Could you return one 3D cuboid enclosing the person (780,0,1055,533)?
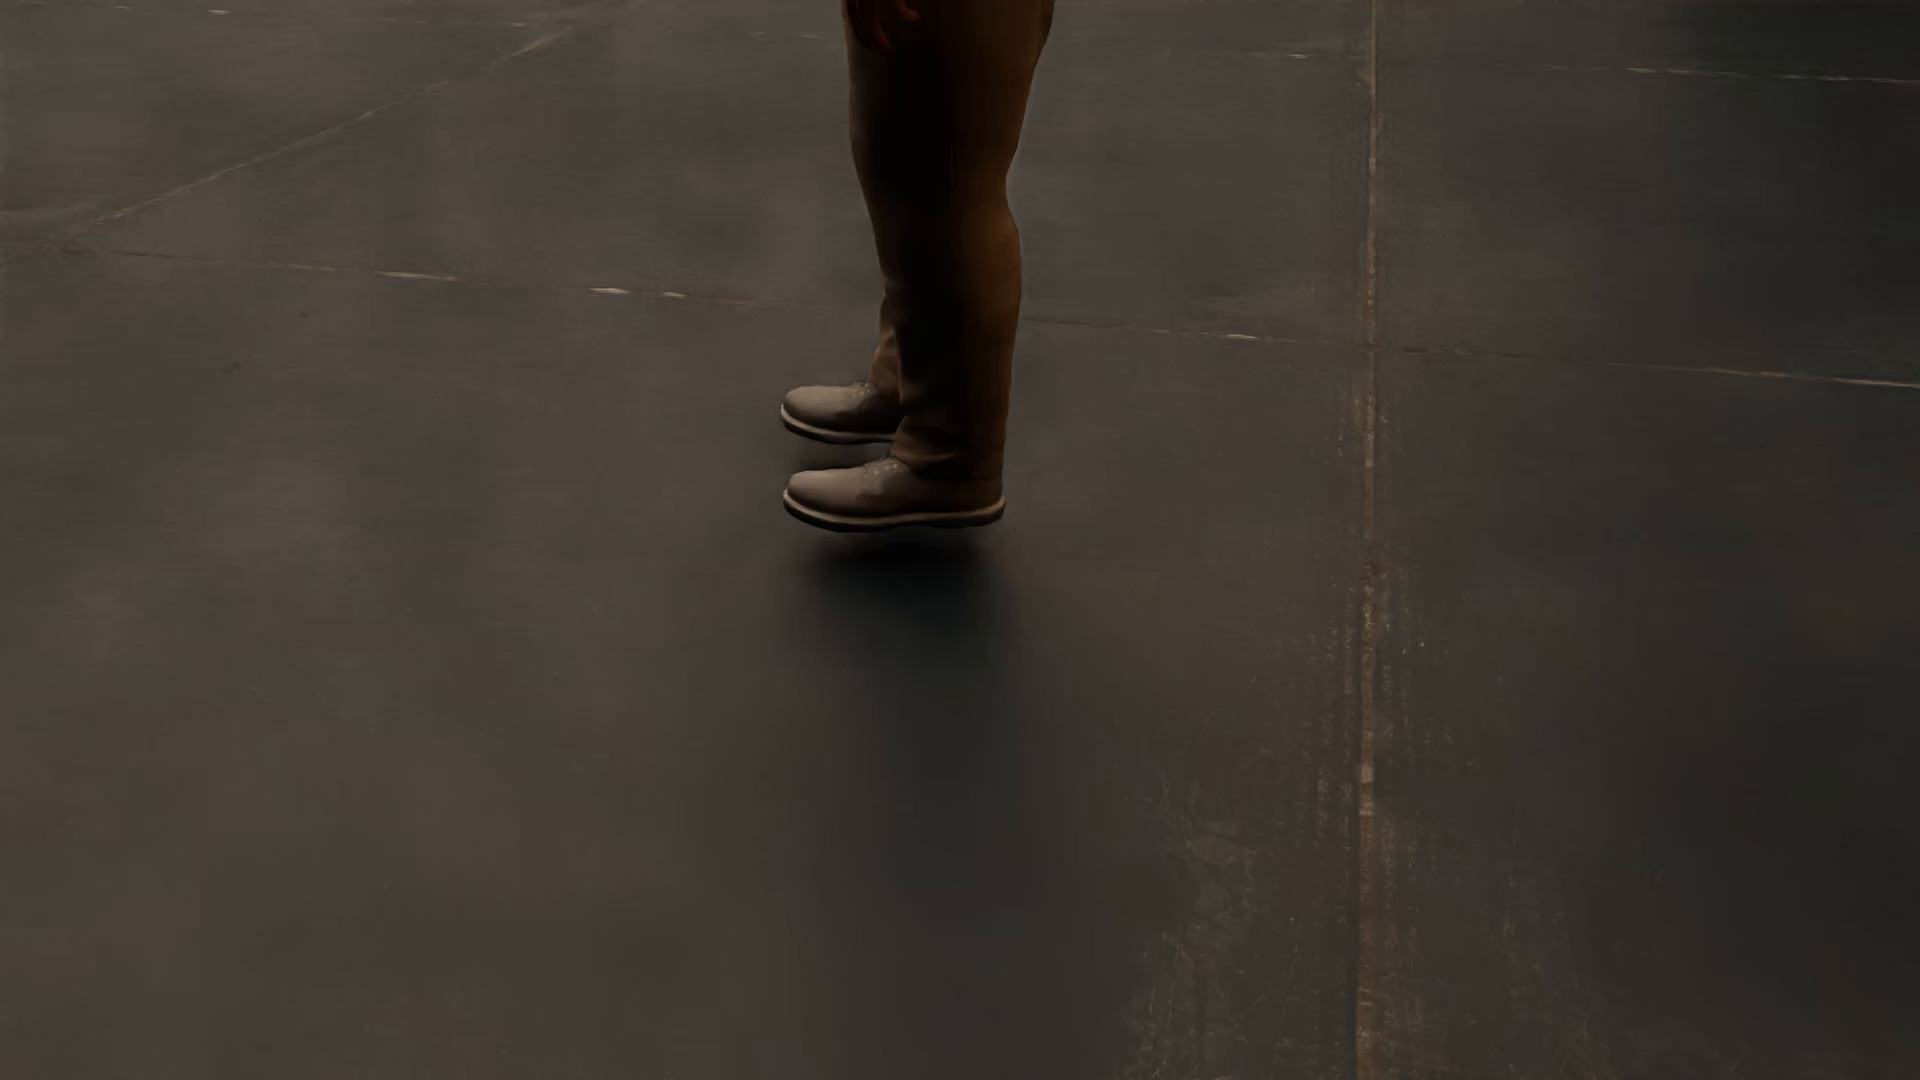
[{"bbox_3d":[-0.085,-0.828,2.118,0.550,1.726,0.640,6,27,11],"label":"person"}]
